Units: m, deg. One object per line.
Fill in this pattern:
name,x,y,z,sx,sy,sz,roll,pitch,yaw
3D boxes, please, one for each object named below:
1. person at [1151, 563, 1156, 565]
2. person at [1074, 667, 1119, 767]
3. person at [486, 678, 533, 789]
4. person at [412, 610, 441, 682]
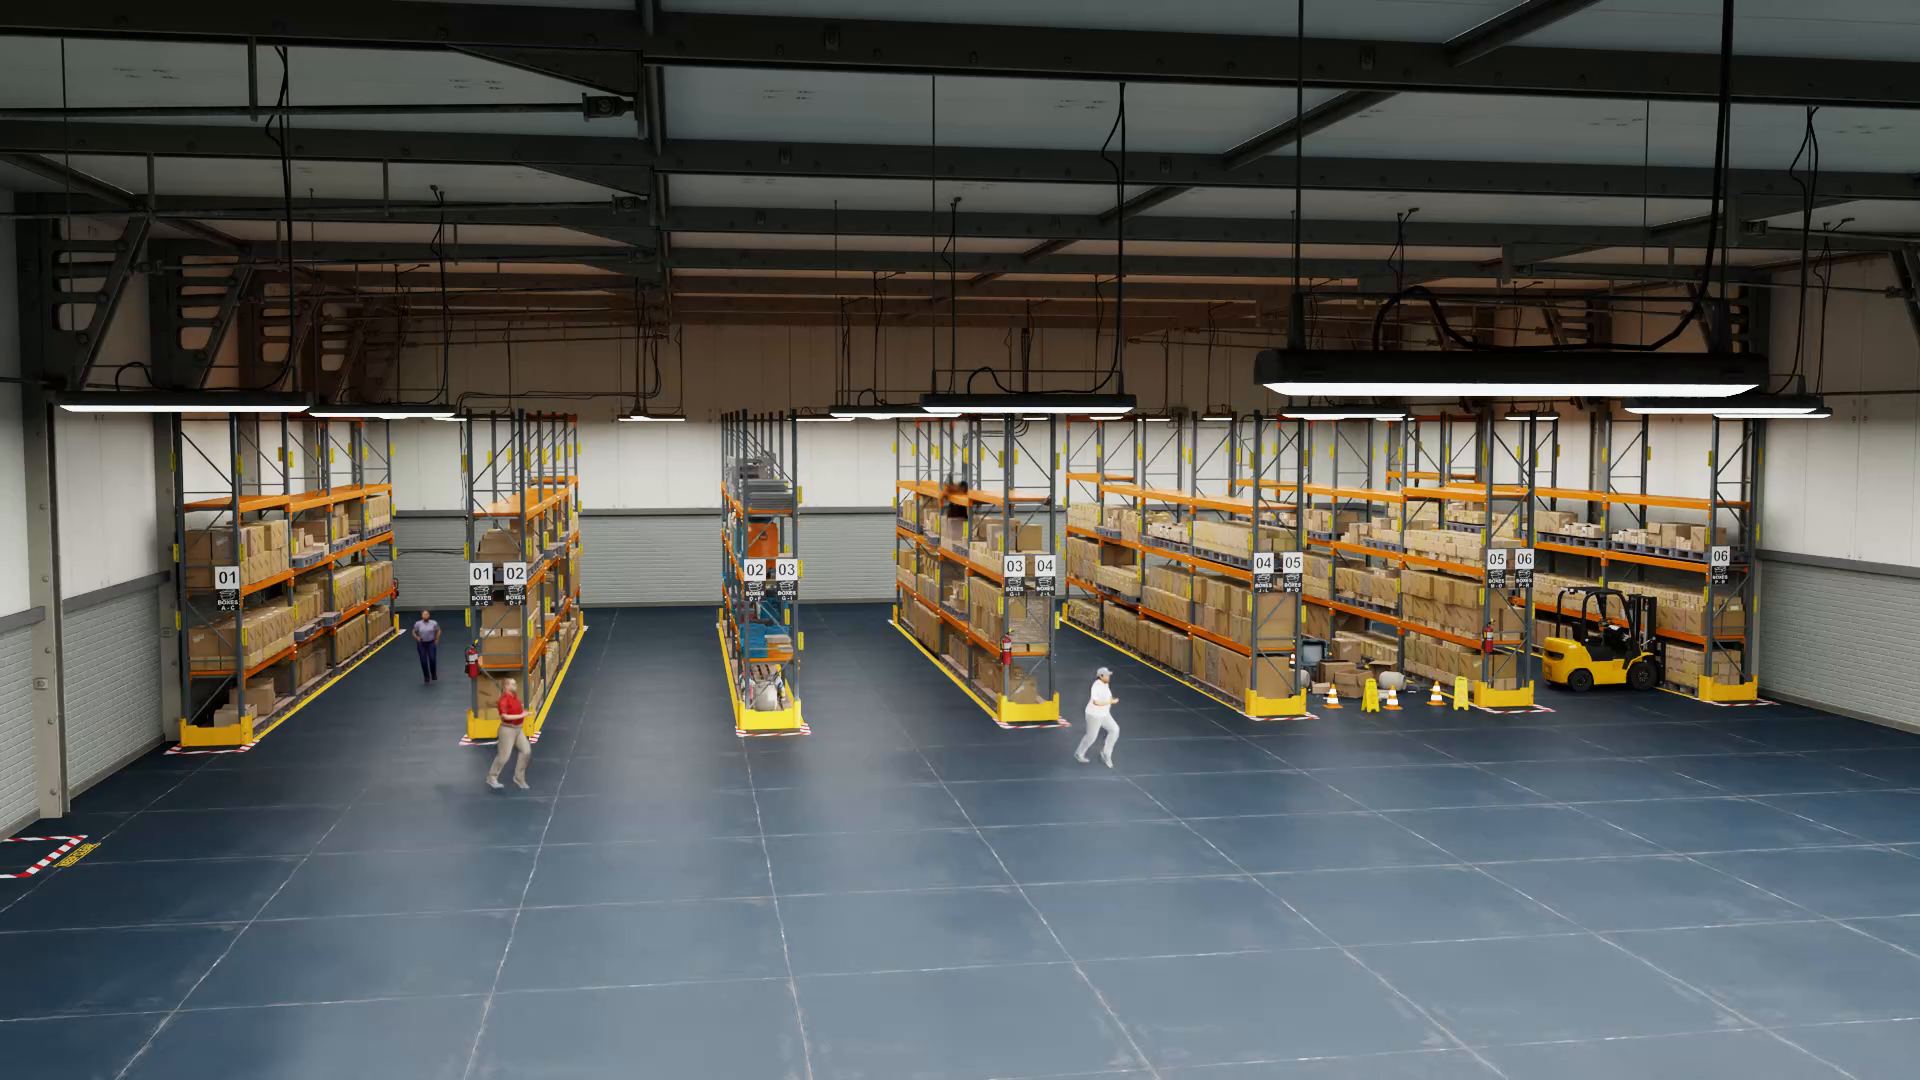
person,5.480,1.566,46.935,0.734,1.809,1.079,0,4,-5
person,2.290,2.962,27.833,0.816,1.690,0.627,2,4,27
person,-7.032,3.059,25.999,0.792,1.813,0.663,1,4,12
person,-11.800,2.348,36.765,0.604,1.610,0.581,-1,4,-15
